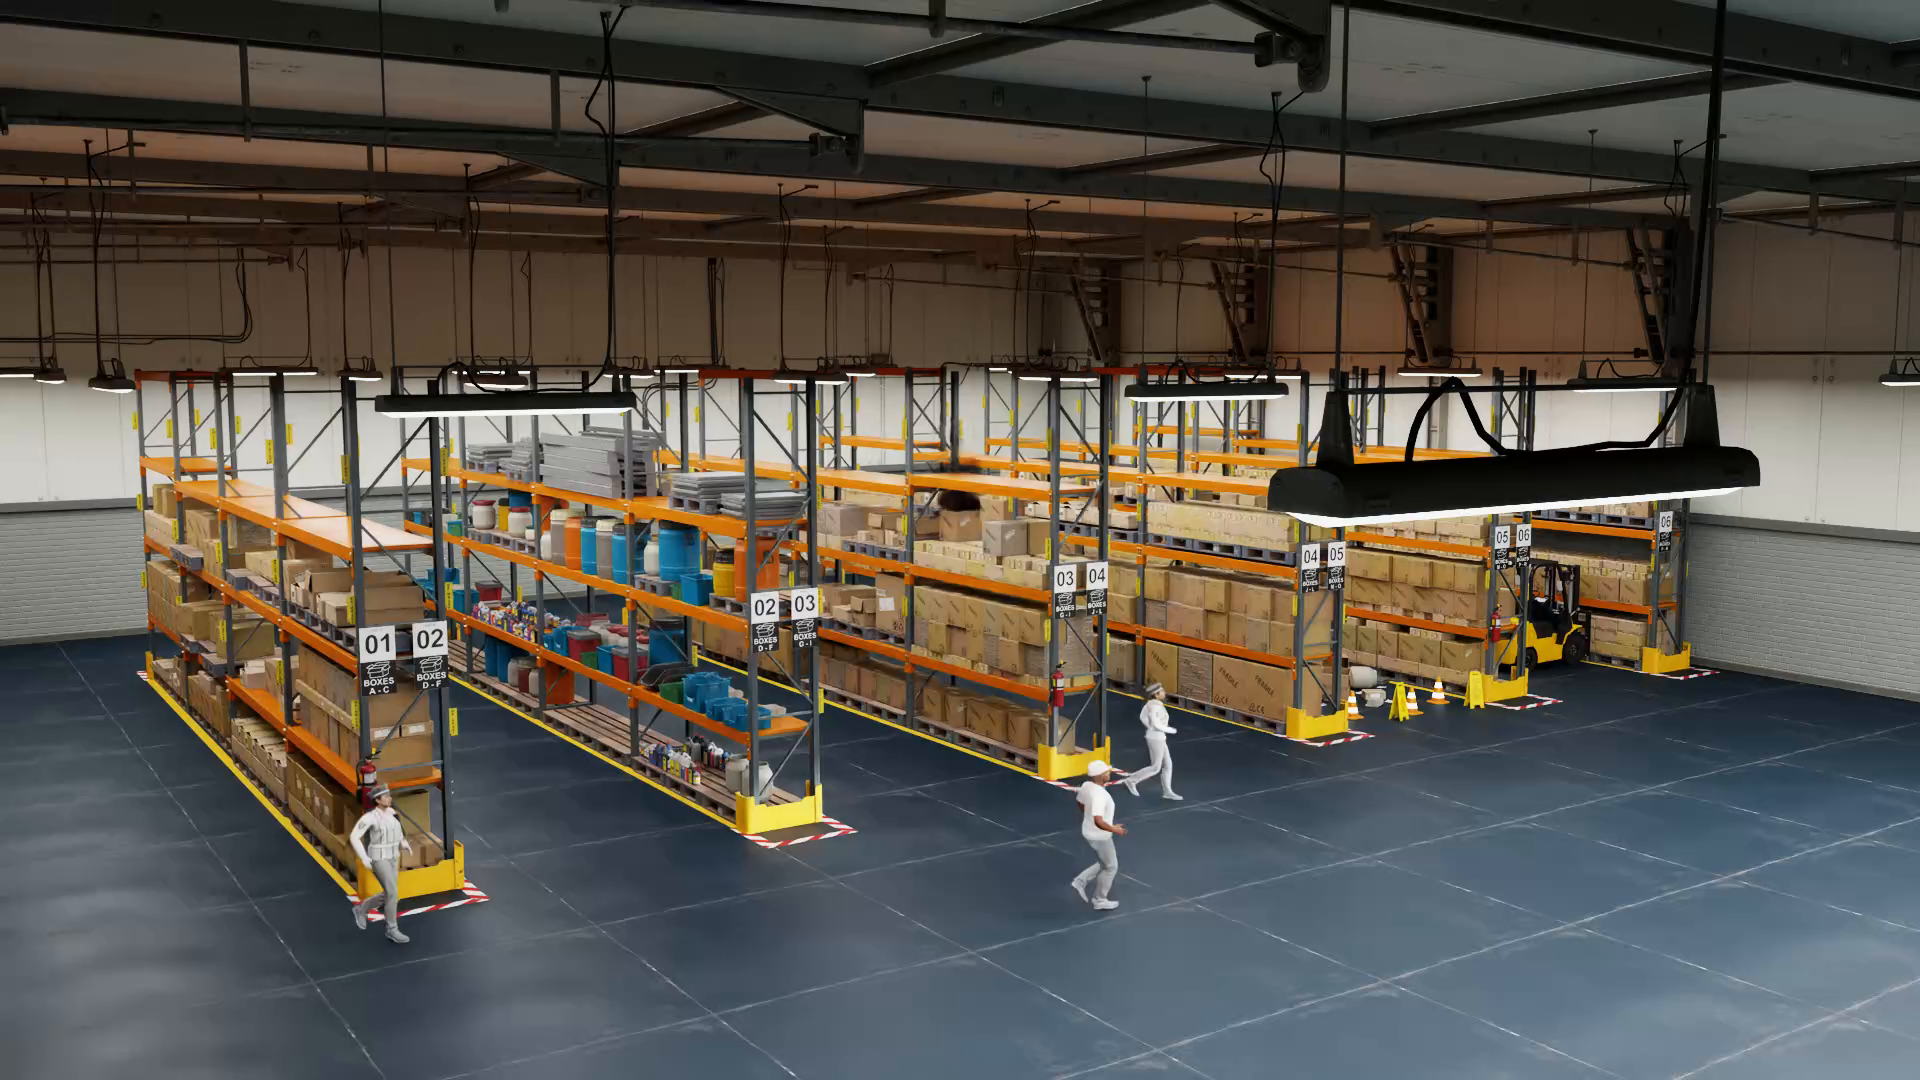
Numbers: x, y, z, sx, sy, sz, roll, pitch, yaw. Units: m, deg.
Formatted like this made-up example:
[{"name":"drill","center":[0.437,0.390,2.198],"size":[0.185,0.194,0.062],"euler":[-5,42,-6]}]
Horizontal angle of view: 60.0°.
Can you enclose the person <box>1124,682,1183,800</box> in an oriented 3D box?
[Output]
[{"name":"person","center":[2.738,2.841,23.568],"size":[0.833,1.681,0.633],"euler":[0,6,1]}]

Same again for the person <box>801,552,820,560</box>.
[{"name":"person","center":[-3.749,0.789,41.576],"size":[0.778,1.763,0.682],"euler":[6,9,43]}]

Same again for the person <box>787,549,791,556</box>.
[{"name":"person","center":[-4.122,0.918,40.878],"size":[0.625,1.664,0.782],"euler":[4,7,29]}]

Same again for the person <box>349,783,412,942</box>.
[{"name":"person","center":[-6.249,3.484,18.069],"size":[0.708,1.679,0.661],"euler":[2,7,19]}]

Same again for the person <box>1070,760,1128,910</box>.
[{"name":"person","center":[1.559,3.348,18.888],"size":[0.588,1.727,0.726],"euler":[-1,7,-10]}]
